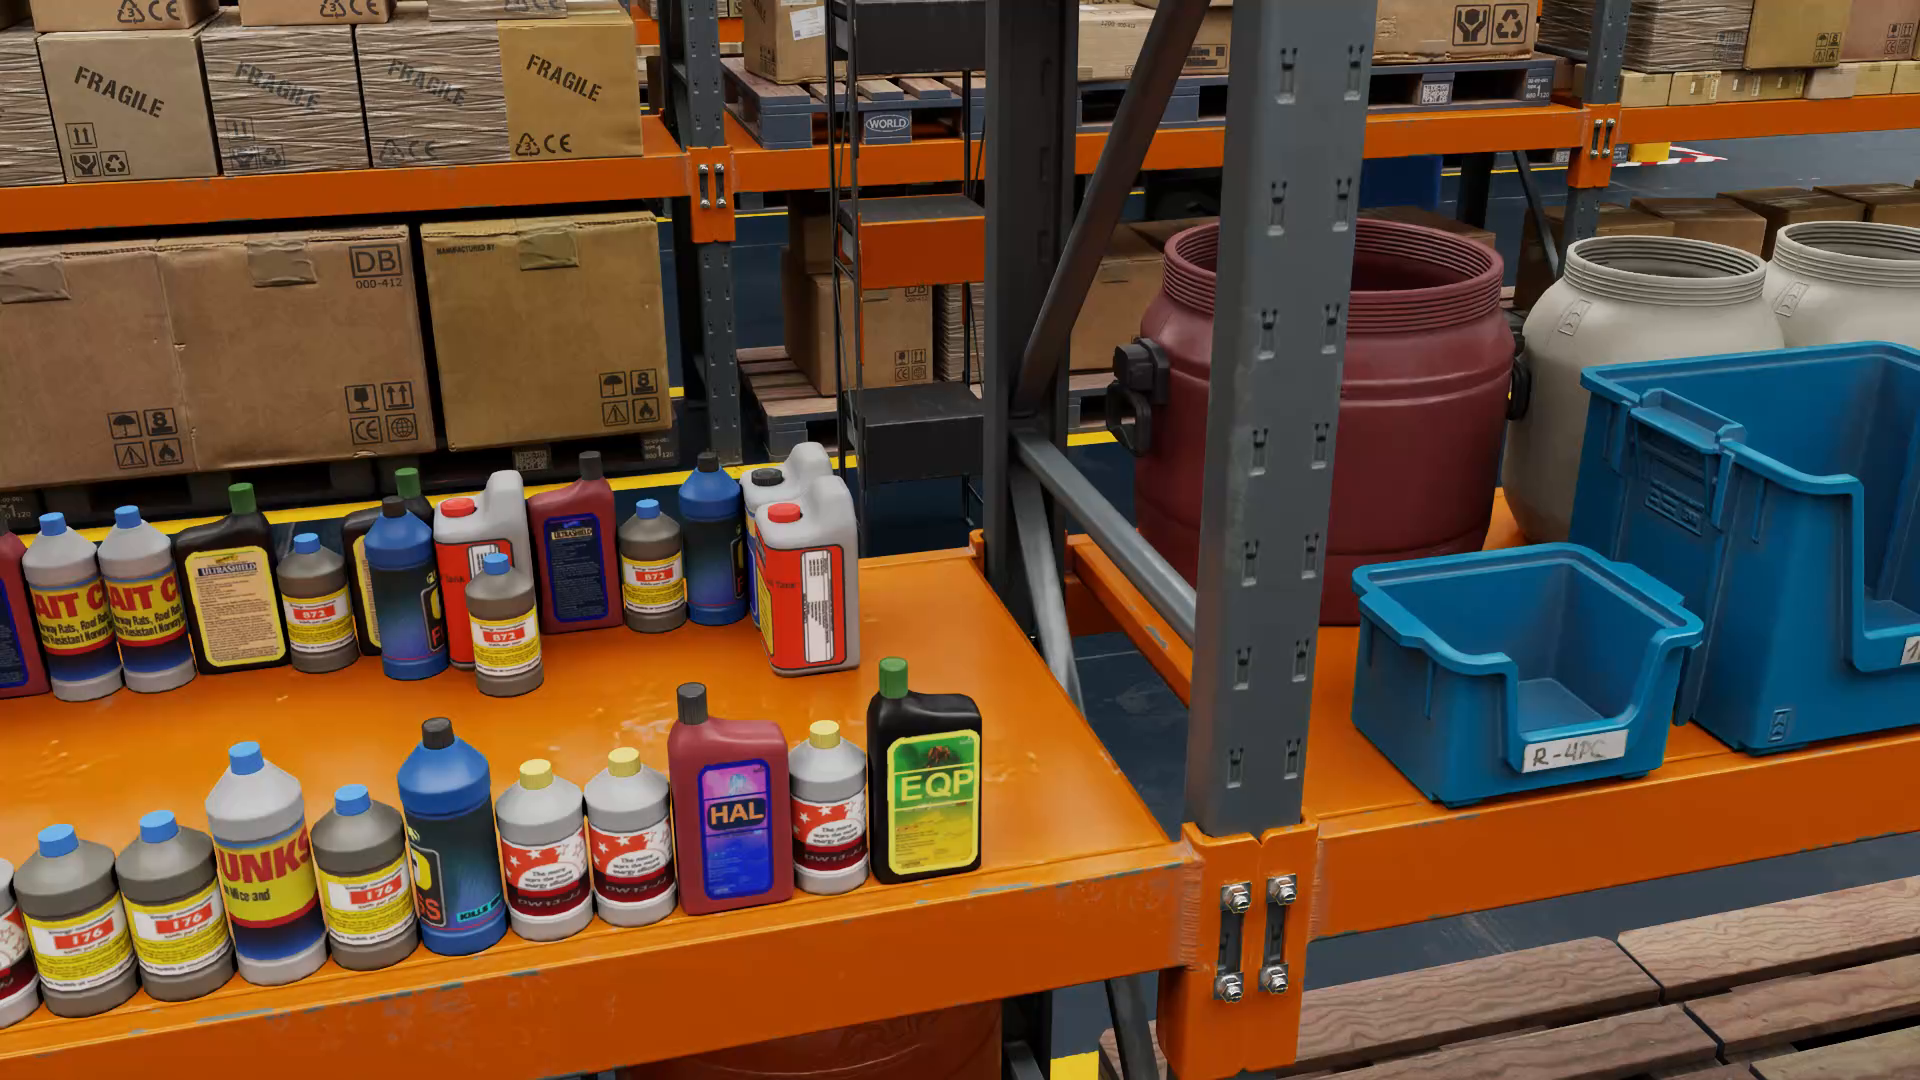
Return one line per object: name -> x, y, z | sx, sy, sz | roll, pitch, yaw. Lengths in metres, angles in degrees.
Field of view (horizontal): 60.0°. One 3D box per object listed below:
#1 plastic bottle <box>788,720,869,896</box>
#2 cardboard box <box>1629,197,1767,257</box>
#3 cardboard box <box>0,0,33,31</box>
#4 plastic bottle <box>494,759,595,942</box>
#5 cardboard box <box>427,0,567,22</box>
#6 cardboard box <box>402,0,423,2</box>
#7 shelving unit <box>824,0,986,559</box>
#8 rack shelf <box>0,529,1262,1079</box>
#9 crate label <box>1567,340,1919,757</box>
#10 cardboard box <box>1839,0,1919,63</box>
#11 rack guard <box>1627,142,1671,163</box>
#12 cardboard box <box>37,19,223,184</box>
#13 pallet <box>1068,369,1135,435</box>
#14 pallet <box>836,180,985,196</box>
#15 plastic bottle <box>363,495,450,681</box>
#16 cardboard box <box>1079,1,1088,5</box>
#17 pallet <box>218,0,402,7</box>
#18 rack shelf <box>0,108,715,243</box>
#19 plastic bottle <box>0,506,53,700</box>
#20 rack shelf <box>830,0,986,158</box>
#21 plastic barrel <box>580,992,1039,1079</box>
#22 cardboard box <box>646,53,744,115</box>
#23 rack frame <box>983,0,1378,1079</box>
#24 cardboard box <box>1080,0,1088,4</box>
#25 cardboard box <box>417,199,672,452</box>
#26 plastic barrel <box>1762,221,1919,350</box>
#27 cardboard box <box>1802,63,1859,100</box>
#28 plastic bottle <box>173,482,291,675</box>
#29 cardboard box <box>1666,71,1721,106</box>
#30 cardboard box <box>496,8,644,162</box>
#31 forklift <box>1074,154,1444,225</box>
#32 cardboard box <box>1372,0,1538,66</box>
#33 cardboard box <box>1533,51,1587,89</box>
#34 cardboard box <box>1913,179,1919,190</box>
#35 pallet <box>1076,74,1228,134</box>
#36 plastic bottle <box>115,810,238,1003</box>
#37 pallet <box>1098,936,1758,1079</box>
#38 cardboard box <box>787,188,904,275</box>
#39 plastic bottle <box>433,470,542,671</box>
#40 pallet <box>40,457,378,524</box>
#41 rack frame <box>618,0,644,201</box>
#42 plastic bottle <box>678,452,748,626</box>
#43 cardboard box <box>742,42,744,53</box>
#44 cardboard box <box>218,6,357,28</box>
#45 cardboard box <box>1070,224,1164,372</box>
plastic bottle -> -0.158, 0.310, 1.974 | 0.097, 0.201, 0.097 | 0, 23, 0
cardboard box -> 3.691, -1.433, 8.424 | 0.500, 0.500, 0.500 | 1, 23, 3
cardboard box -> -3.680, -2.092, 5.924 | 0.637, 0.503, 0.797 | -6, 24, -14
plastic bottle -> -0.474, 0.345, 1.893 | 0.097, 0.201, 0.097 | 0, 23, 0
cardboard box -> -1.814, -2.307, 6.423 | 0.637, 0.503, 0.797 | -5, 24, -13
cardboard box -> -5.330, -4.715, 15.597 | 0.875, 0.875, 0.875 | -6, 24, -14
shelving unit -> -0.159, -0.947, 5.795 | 0.503, 2.100, 0.431 | -6, 24, -14
rack shelf -> -1.693, 0.552, 2.071 | 4.000, 0.370, 1.077 | -6, 24, -14
crate label -> 1.262, -0.011, 2.426 | 0.616, 0.435, 0.502 | -6, 24, -14
cardboard box -> 4.141, -2.636, 8.086 | 0.500, 0.500, 0.875 | -6, 24, -14
rack guard -> 5.378, -3.471, 13.707 | 0.348, 0.500, 1.175 | -6, 24, -14
cardboard box -> -2.984, -1.610, 6.071 | 0.500, 0.500, 0.500 | -6, 24, -13
pallet -> 0.820, -0.801, 7.850 | 1.213, 0.211, 1.003 | -6, 24, -14
pallet -> -0.396, -2.668, 12.200 | 1.213, 0.211, 1.003 | -6, 24, -14
plastic bottle -> -0.819, 0.066, 2.456 | 0.097, 0.271, 0.097 | 0, 23, 0
cardboard box -> 0.427, -2.283, 7.405 | 0.258, 0.266, 0.396 | -7, 24, -16
pallet -> -4.243, -3.451, 10.732 | 1.213, 0.211, 1.003 | -6, 24, -14
rack shelf -> -3.031, -1.328, 6.453 | 4.000, 0.370, 1.077 | -6, 24, -14
plastic bottle -> -1.396, 0.091, 2.381 | 0.133, 0.283, 0.061 | -6, 24, -14
rack shelf -> -0.159, -1.578, 5.524 | 0.480, 0.518, 0.431 | -6, 24, -14
plastic barrel -> -0.234, 0.872, 2.634 | 0.708, 0.830, 0.600 | -6, 24, -14
cardboard box -> -1.737, -2.955, 11.654 | 0.750, 0.750, 1.050 | -7, 24, -15
rack frame -> 0.232, 0.007, 2.428 | 0.053, 2.616, 0.949 | -6, 24, -14
cardboard box -> 0.587, -4.027, 11.704 | 0.500, 0.500, 0.500 | -7, 24, -15
cardboard box -> -1.775, -1.023, 6.991 | 0.875, 0.875, 1.225 | -7, 24, -17
plastic barrel -> 1.571, -0.278, 2.952 | 0.421, 0.512, 0.421 | 0, 23, 0
cardboard box -> 4.002, -2.191, 7.871 | 0.250, 0.149, 0.380 | -6, 24, -14
plastic bottle -> -1.080, 0.057, 2.462 | 0.133, 0.283, 0.061 | -6, 24, -14
cardboard box -> 3.278, -2.113, 7.688 | 0.250, 0.149, 0.380 | -6, 24, -14
cardboard box -> -1.514, -1.771, 6.447 | 0.500, 0.500, 0.500 | -6, 24, -13
forklift -> 1.088, -2.701, 8.828 | 3.031, 2.935, 1.130 | -7, 24, -16
cardboard box -> 1.943, -2.735, 7.527 | 1.000, 1.000, 1.000 | -6, 24, -14
cardboard box -> 2.874, -2.317, 8.164 | 0.250, 0.149, 0.380 | -6, 24, -14
cardboard box -> 5.425, -1.631, 8.885 | 0.500, 0.500, 0.500 | 0, 23, 0
pallet -> 0.790, -2.010, 7.373 | 1.213, 0.211, 1.003 | -6, 24, -14
plastic bottle -> -0.849, 0.387, 1.796 | 0.097, 0.201, 0.097 | 0, 23, 0
pallet -> 0.989, 1.222, 3.133 | 1.213, 0.211, 1.003 | -6, 24, -14
cardboard box -> -0.468, -1.353, 7.259 | 0.500, 0.250, 0.500 | -5, 24, -12
plastic bottle -> -0.717, 0.038, 2.514 | 0.135, 0.276, 0.152 | -6, 24, -14
pallet -> -3.057, -0.406, 6.929 | 1.213, 0.211, 1.003 | -6, 24, -14
rack frame -> -2.348, -3.766, 11.222 | 0.127, 3.000, 1.000 | -6, 24, -14
plastic bottle -> -0.390, -0.007, 2.625 | 0.097, 0.271, 0.097 | 0, 23, 0
cardboard box -> -1.796, -4.836, 16.517 | 0.625, 0.372, 0.950 | -6, 24, -13
cardboard box -> -2.635, -1.857, 6.648 | 0.500, 0.500, 0.500 | -7, 24, -15
cardboard box -> 0.609, -1.131, 7.694 | 0.500, 0.500, 0.700 | -4, 24, -10
